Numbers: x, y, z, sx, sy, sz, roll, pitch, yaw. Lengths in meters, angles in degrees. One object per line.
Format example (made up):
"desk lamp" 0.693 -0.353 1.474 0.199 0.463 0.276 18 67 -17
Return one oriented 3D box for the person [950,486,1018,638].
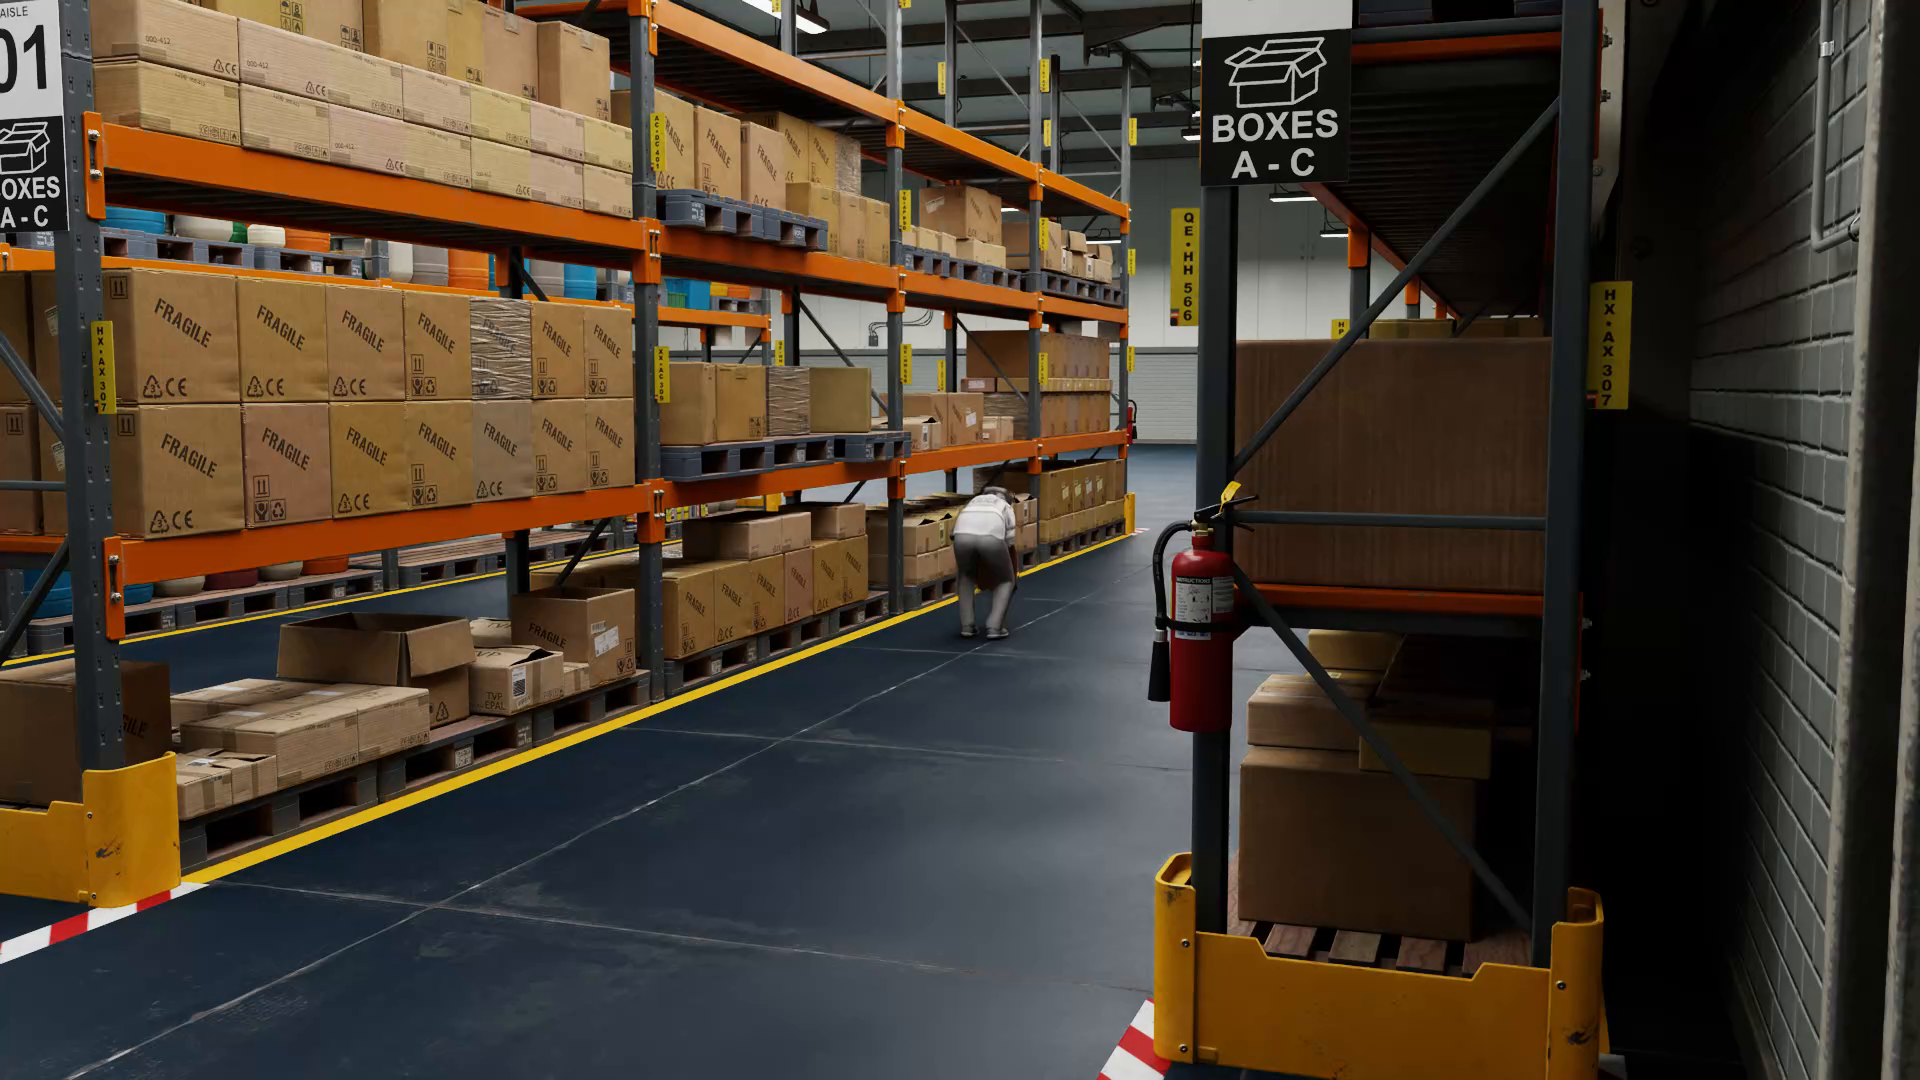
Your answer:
"person" 0.215 0.163 12.540 0.443 1.102 0.930 1 5 15
